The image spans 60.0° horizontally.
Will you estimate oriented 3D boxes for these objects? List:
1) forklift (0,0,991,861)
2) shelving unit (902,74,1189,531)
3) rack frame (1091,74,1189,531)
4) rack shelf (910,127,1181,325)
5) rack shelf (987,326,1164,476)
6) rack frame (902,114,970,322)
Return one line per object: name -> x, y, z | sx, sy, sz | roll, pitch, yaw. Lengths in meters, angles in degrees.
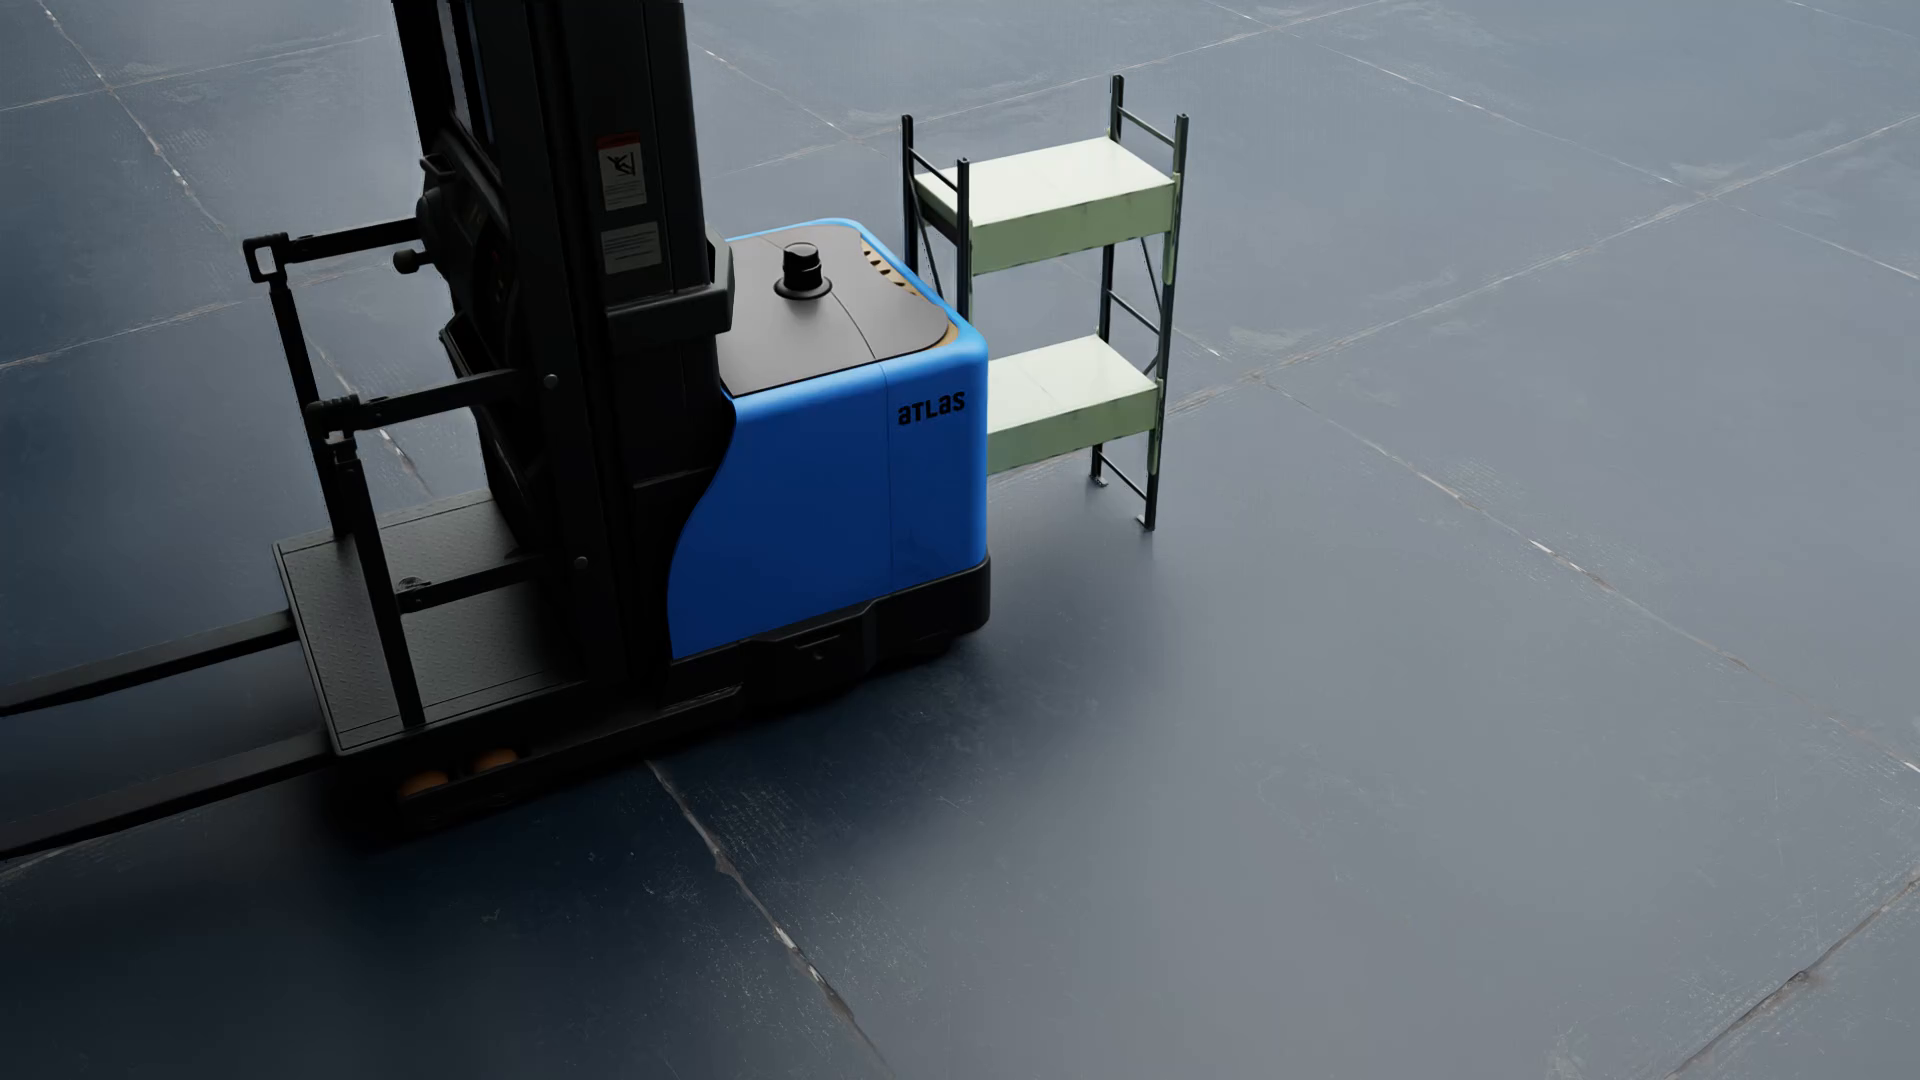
forklift -> -1.454, -0.738, 4.266 | 3.031, 2.935, 1.130 | -17, 39, -22
shelving unit -> 0.253, -0.650, 5.369 | 0.755, 1.500, 0.431 | -17, 39, -22
rack frame -> 0.579, -0.747, 5.504 | 0.023, 1.500, 0.400 | -17, 39, -22
rack shelf -> 0.253, -0.967, 5.141 | 0.720, 0.370, 0.431 | -17, 39, -22
rack shelf -> 0.253, -0.385, 5.559 | 0.720, 0.370, 0.431 | -17, 39, -22
rack frame -> -0.073, -0.553, 5.234 | 0.023, 1.500, 0.400 | -17, 39, -22
